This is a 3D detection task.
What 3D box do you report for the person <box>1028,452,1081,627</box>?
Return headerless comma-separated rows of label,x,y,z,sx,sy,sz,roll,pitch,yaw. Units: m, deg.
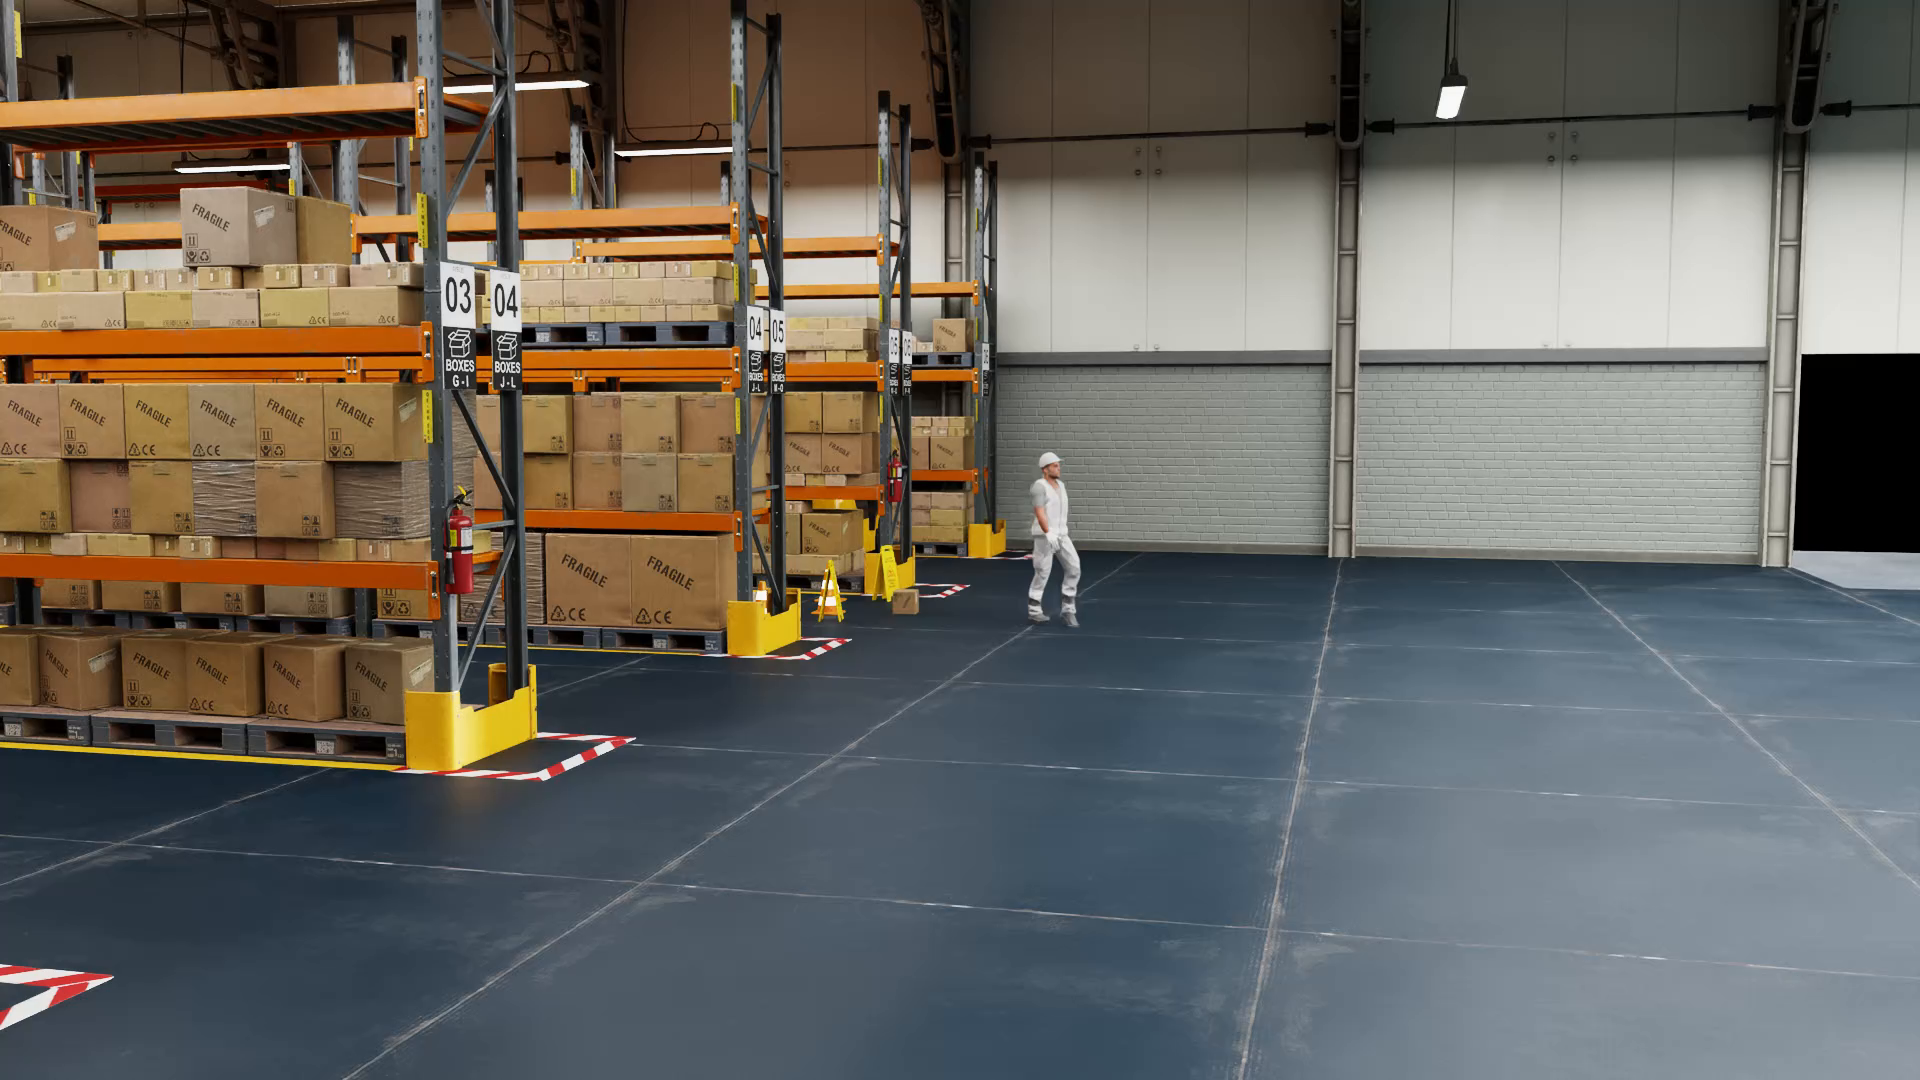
person,0.973,0.017,17.283,0.540,1.853,0.584,-4,7,-43
